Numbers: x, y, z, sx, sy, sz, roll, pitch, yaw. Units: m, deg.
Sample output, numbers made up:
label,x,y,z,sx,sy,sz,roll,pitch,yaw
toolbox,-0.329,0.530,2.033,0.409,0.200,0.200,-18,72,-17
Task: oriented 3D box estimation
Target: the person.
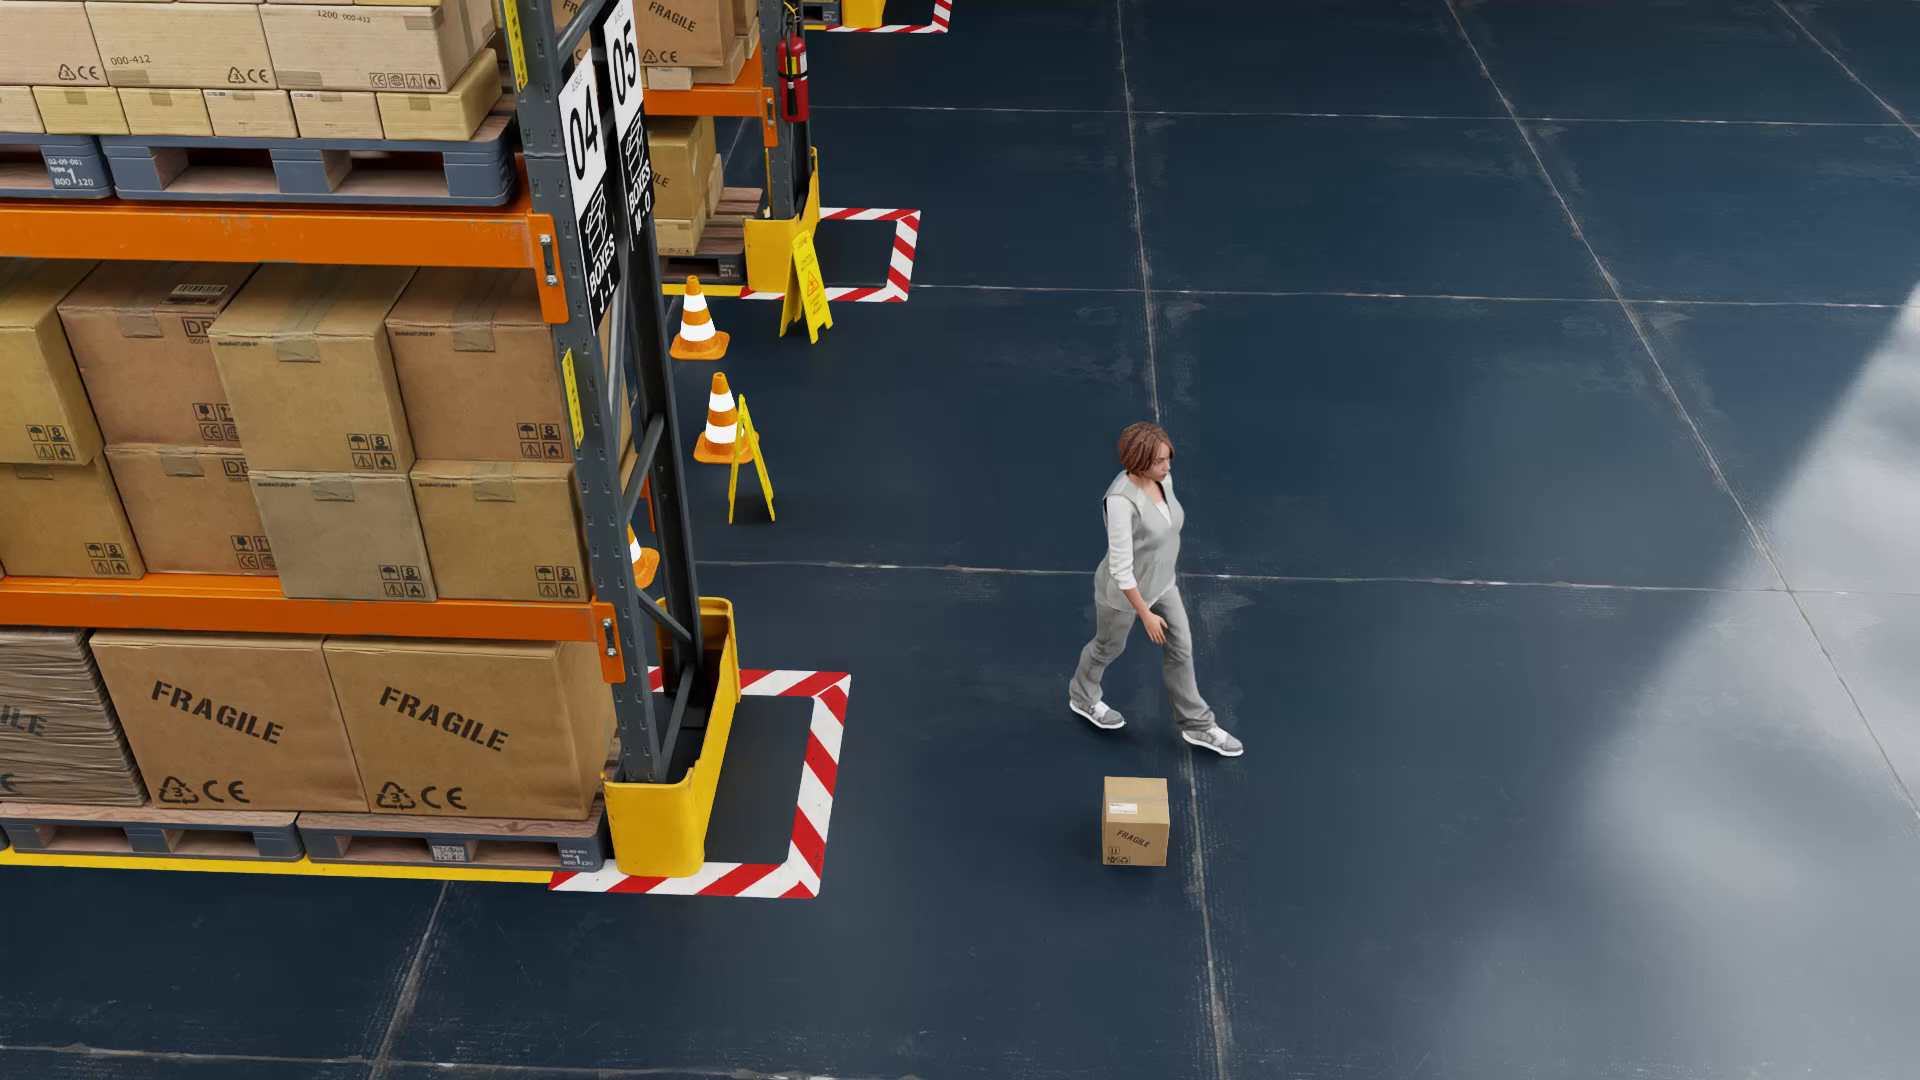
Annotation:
label,x,y,z,sx,sy,sz,roll,pitch,yaw
person,0.794,0.235,6.773,0.783,1.577,0.444,27,44,32
